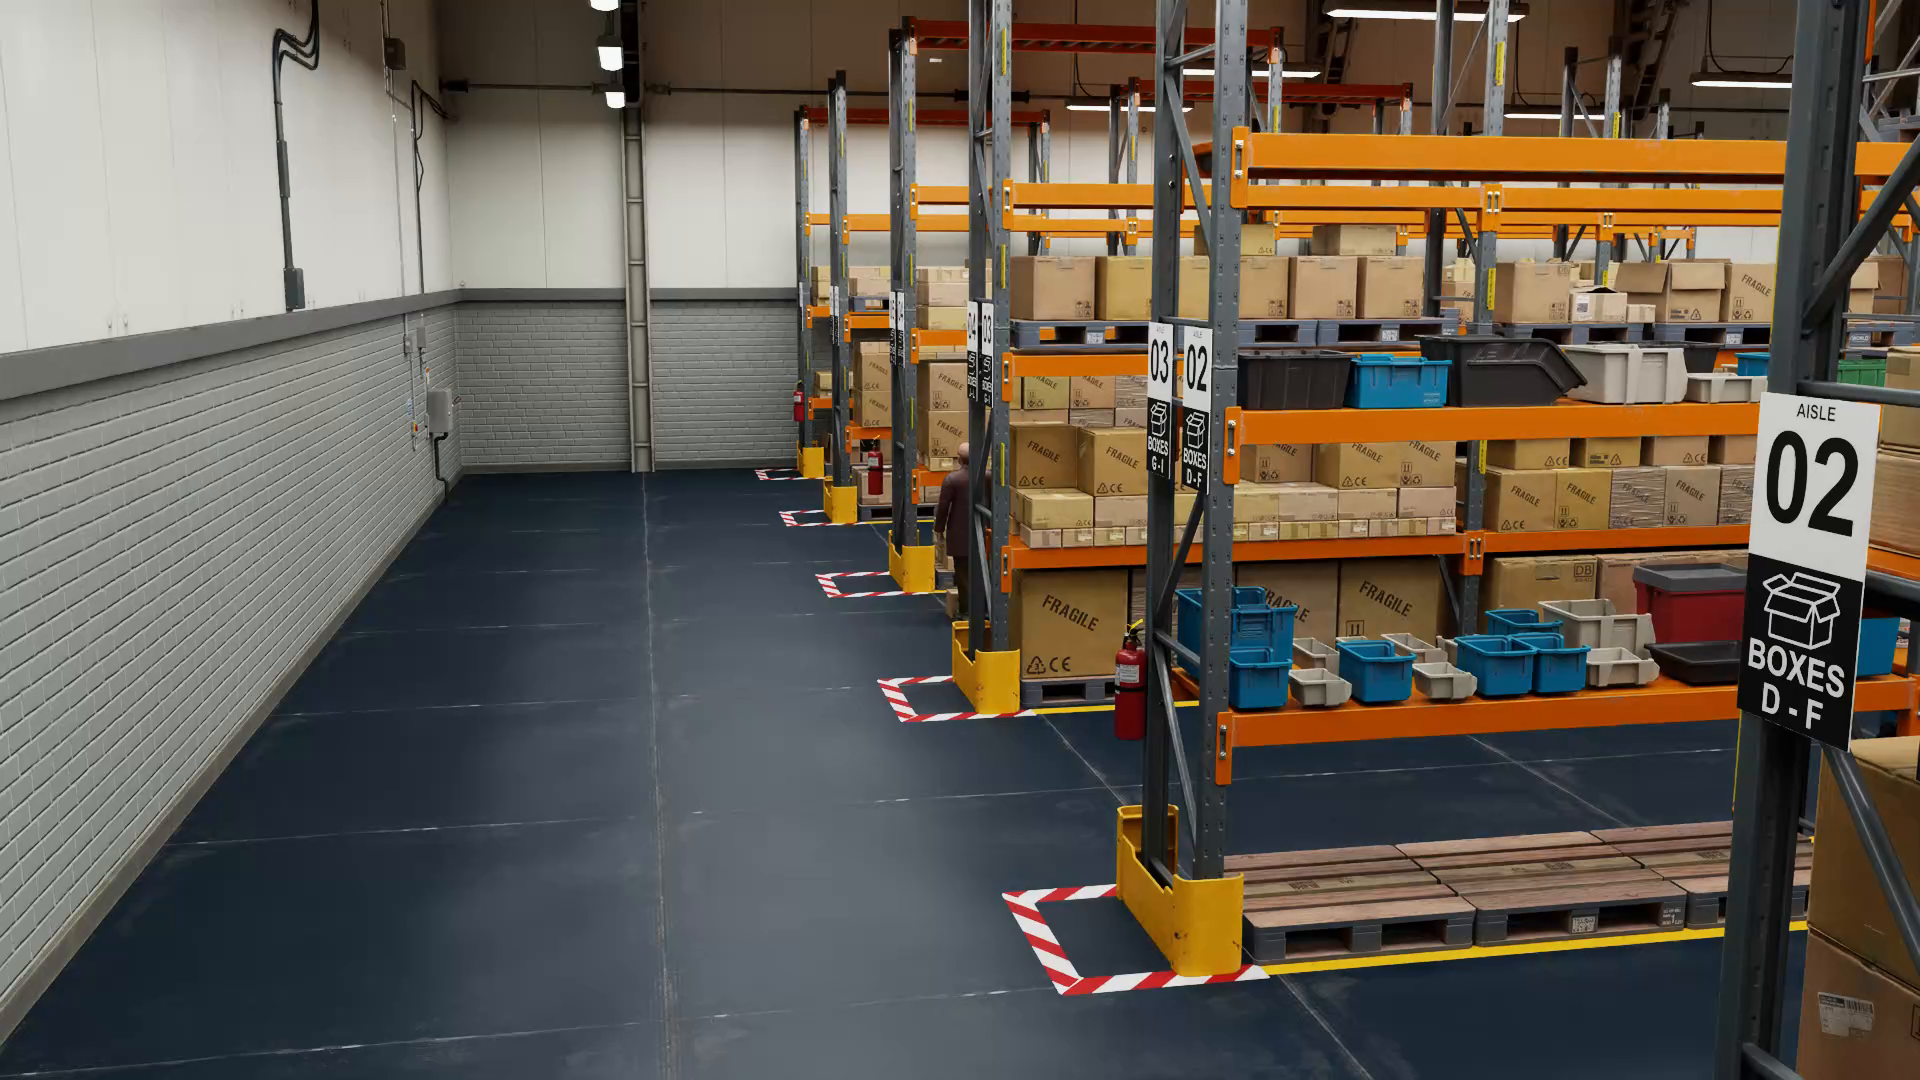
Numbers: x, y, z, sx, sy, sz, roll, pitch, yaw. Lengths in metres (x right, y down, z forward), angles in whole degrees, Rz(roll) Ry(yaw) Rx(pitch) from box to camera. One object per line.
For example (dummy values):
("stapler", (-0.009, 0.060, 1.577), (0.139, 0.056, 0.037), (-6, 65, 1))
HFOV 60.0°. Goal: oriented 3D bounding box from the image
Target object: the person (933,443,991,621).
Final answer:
("person", (0.069, -0.094, 16.441), (0.696, 1.778, 0.579), (-2, 10, -11))
